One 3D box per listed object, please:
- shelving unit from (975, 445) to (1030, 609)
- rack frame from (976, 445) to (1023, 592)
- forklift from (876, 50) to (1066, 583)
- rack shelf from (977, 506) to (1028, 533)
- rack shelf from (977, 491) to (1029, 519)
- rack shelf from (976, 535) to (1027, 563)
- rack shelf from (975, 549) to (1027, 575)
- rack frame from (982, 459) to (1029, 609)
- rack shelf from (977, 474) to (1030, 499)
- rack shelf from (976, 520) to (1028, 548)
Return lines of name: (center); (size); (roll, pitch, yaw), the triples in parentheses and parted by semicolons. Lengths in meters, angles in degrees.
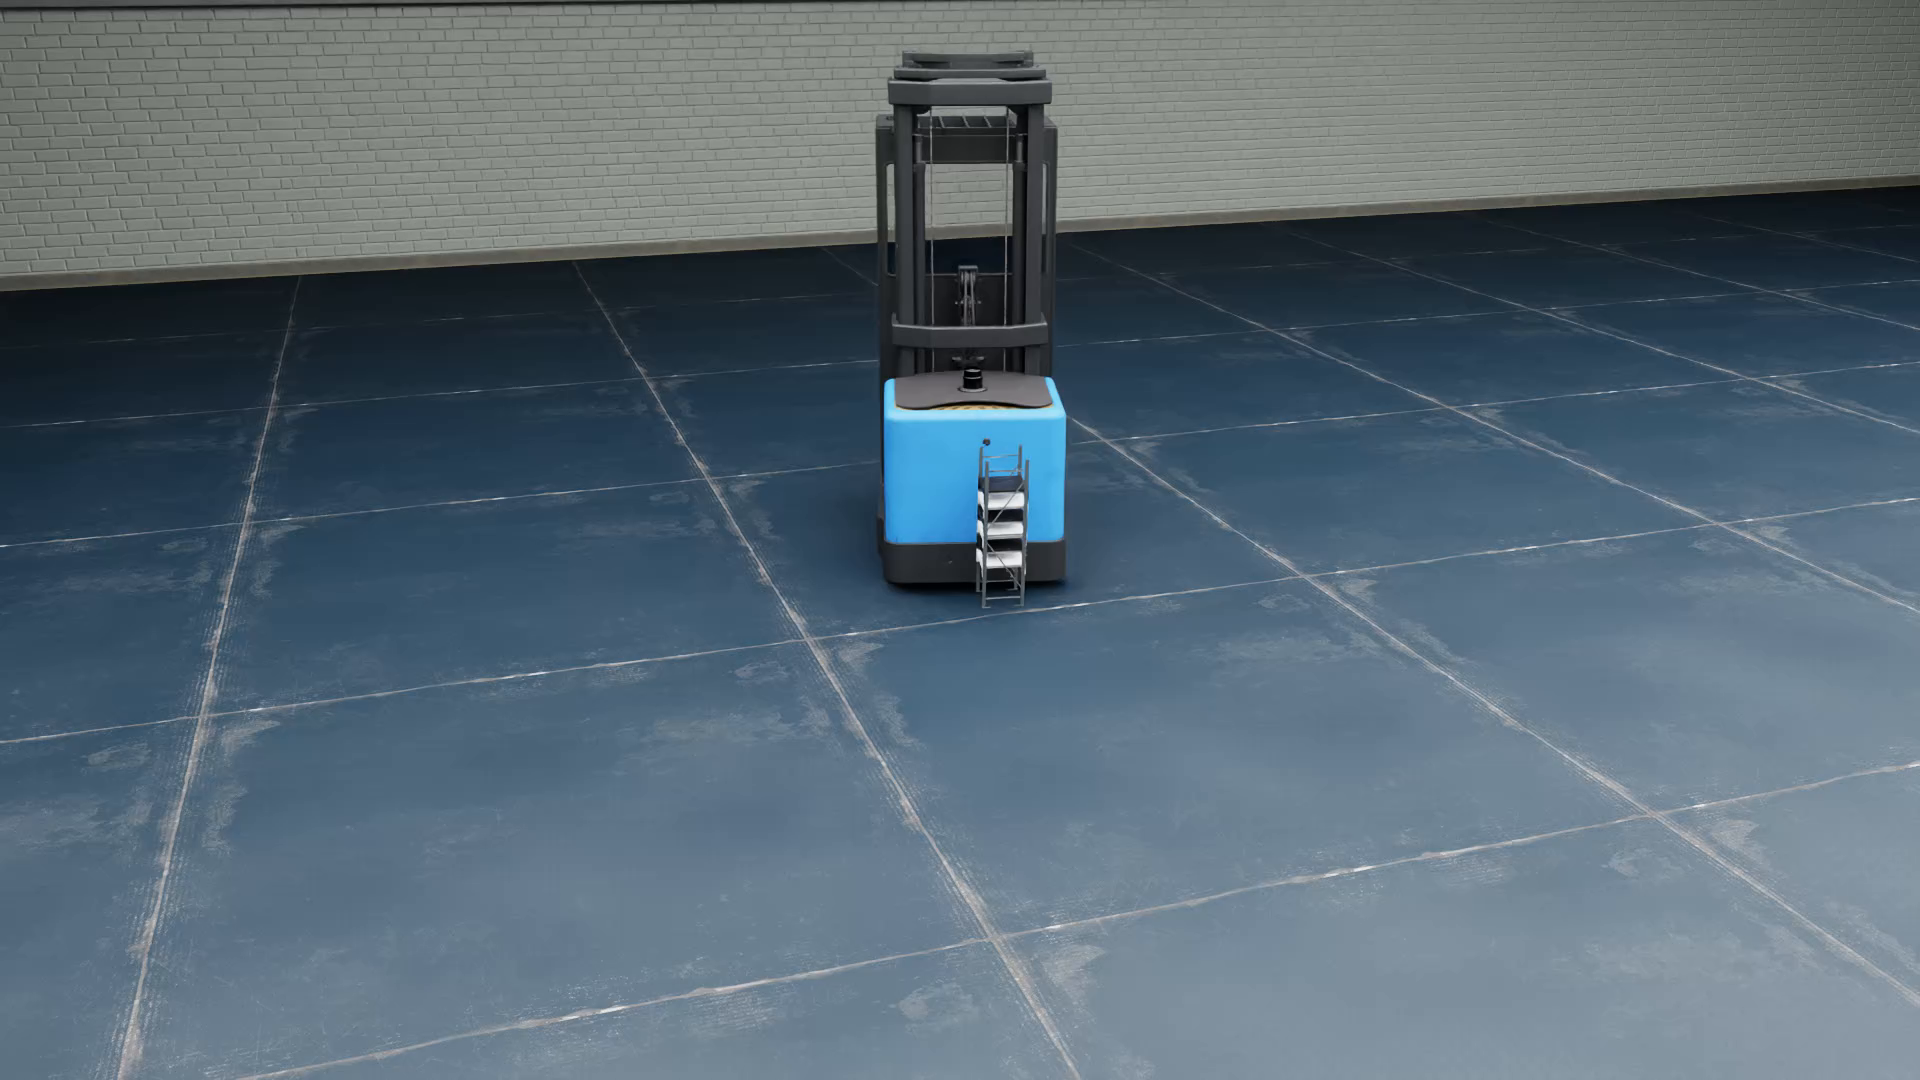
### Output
shelving unit: (0.233, -0.069, 9.250); (0.258, 0.900, 0.210); (-3, 26, -8)
rack frame: (0.218, -0.113, 9.340); (0.240, 0.900, 0.006); (-3, 26, -8)
forklift: (0.028, -1.582, 10.484); (1.130, 2.935, 3.031); (-1, 20, -2)
rack shelf: (0.234, -0.120, 9.225); (0.258, 0.077, 0.200); (-3, 26, -8)
rack shelf: (0.235, -0.201, 9.186); (0.258, 0.077, 0.200); (-3, 26, -8)
rack shelf: (0.231, 0.042, 9.304); (0.258, 0.077, 0.200); (-3, 26, -8)
rack shelf: (0.230, 0.123, 9.344); (0.258, 0.077, 0.200); (-3, 26, -8)
rack frame: (0.248, -0.025, 9.160); (0.240, 0.900, 0.006); (-3, 26, -8)
rack shelf: (0.237, -0.282, 9.146); (0.258, 0.077, 0.200); (-3, 26, -8)
rack shelf: (0.233, -0.039, 9.265); (0.258, 0.077, 0.200); (-3, 26, -8)
